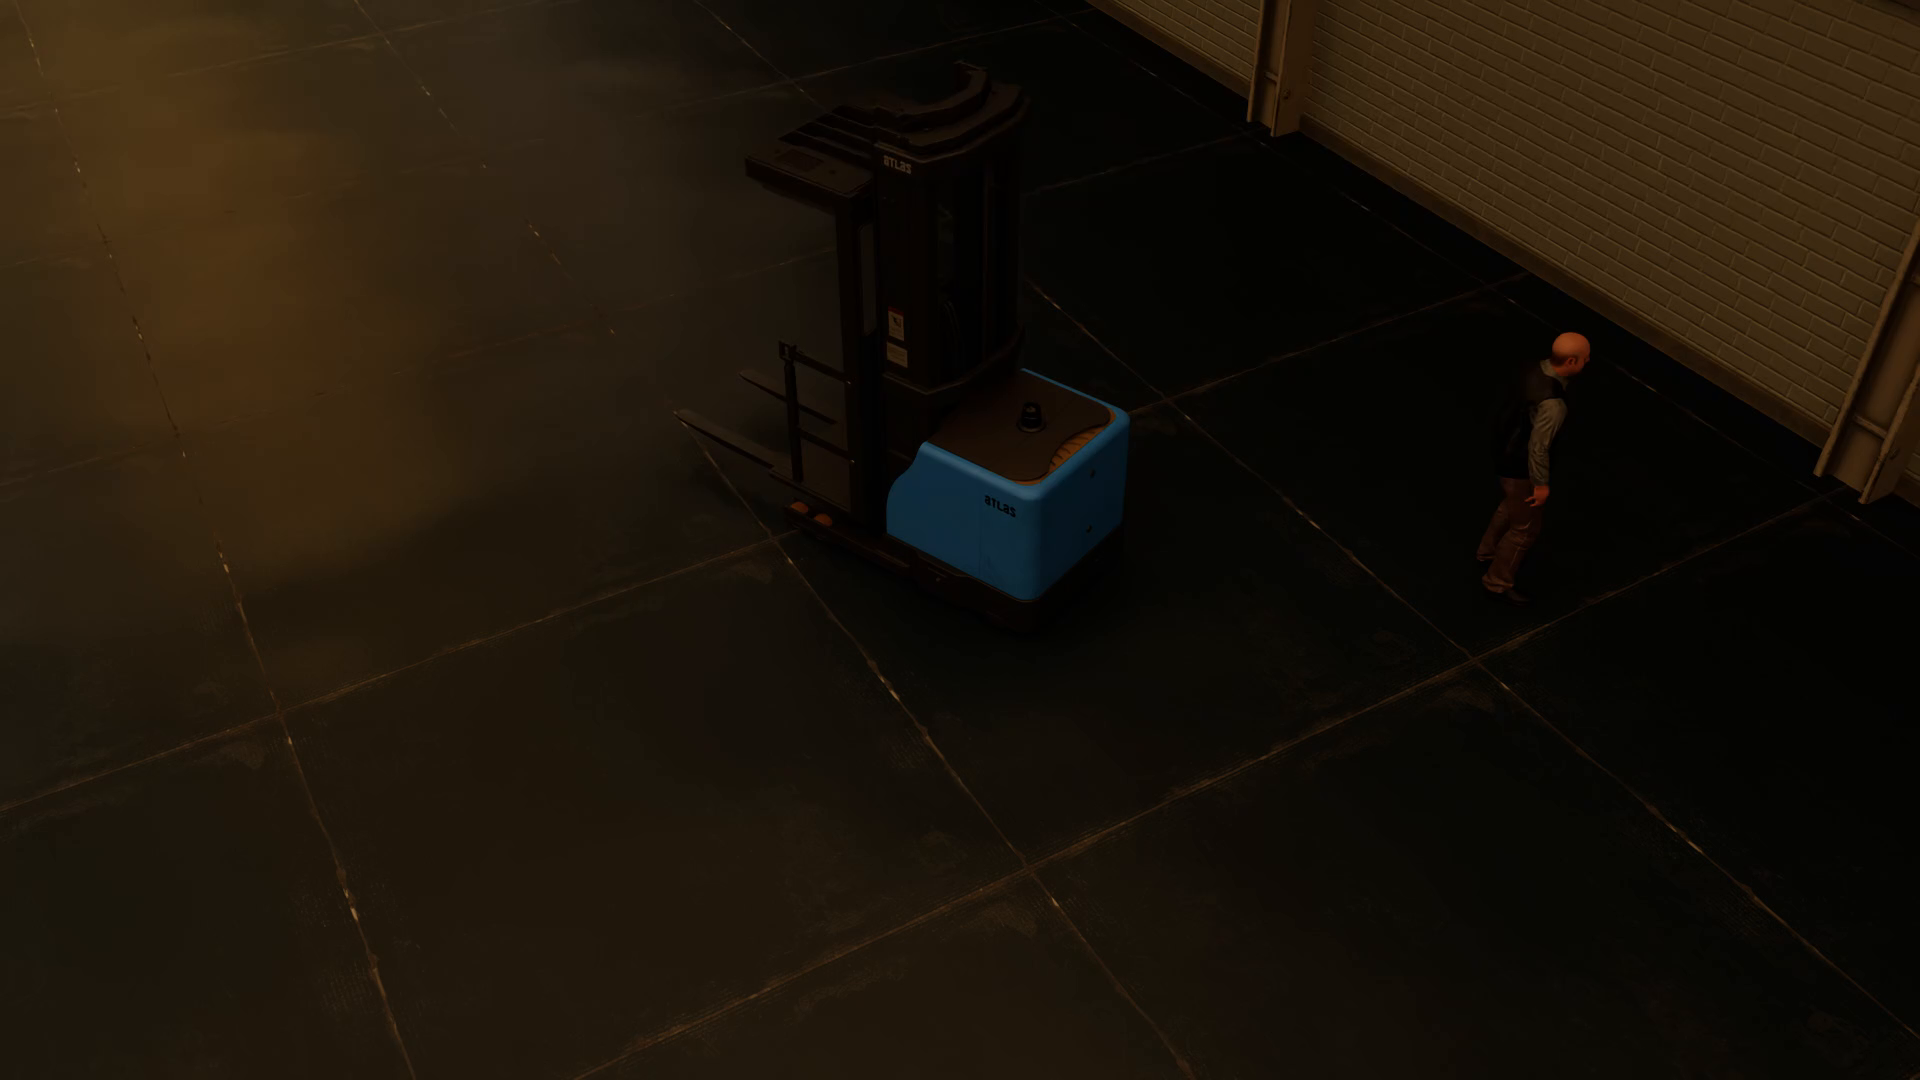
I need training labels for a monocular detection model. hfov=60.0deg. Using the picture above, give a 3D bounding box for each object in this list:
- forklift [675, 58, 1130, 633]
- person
[{"bbox_3d":[-0.481,-1.366,9.683,3.031,2.935,1.130,26,46,28],"label":"forklift"},{"bbox_3d":[3.238,-0.446,9.523,0.427,1.719,0.585,3,40,3],"label":"person"}]
